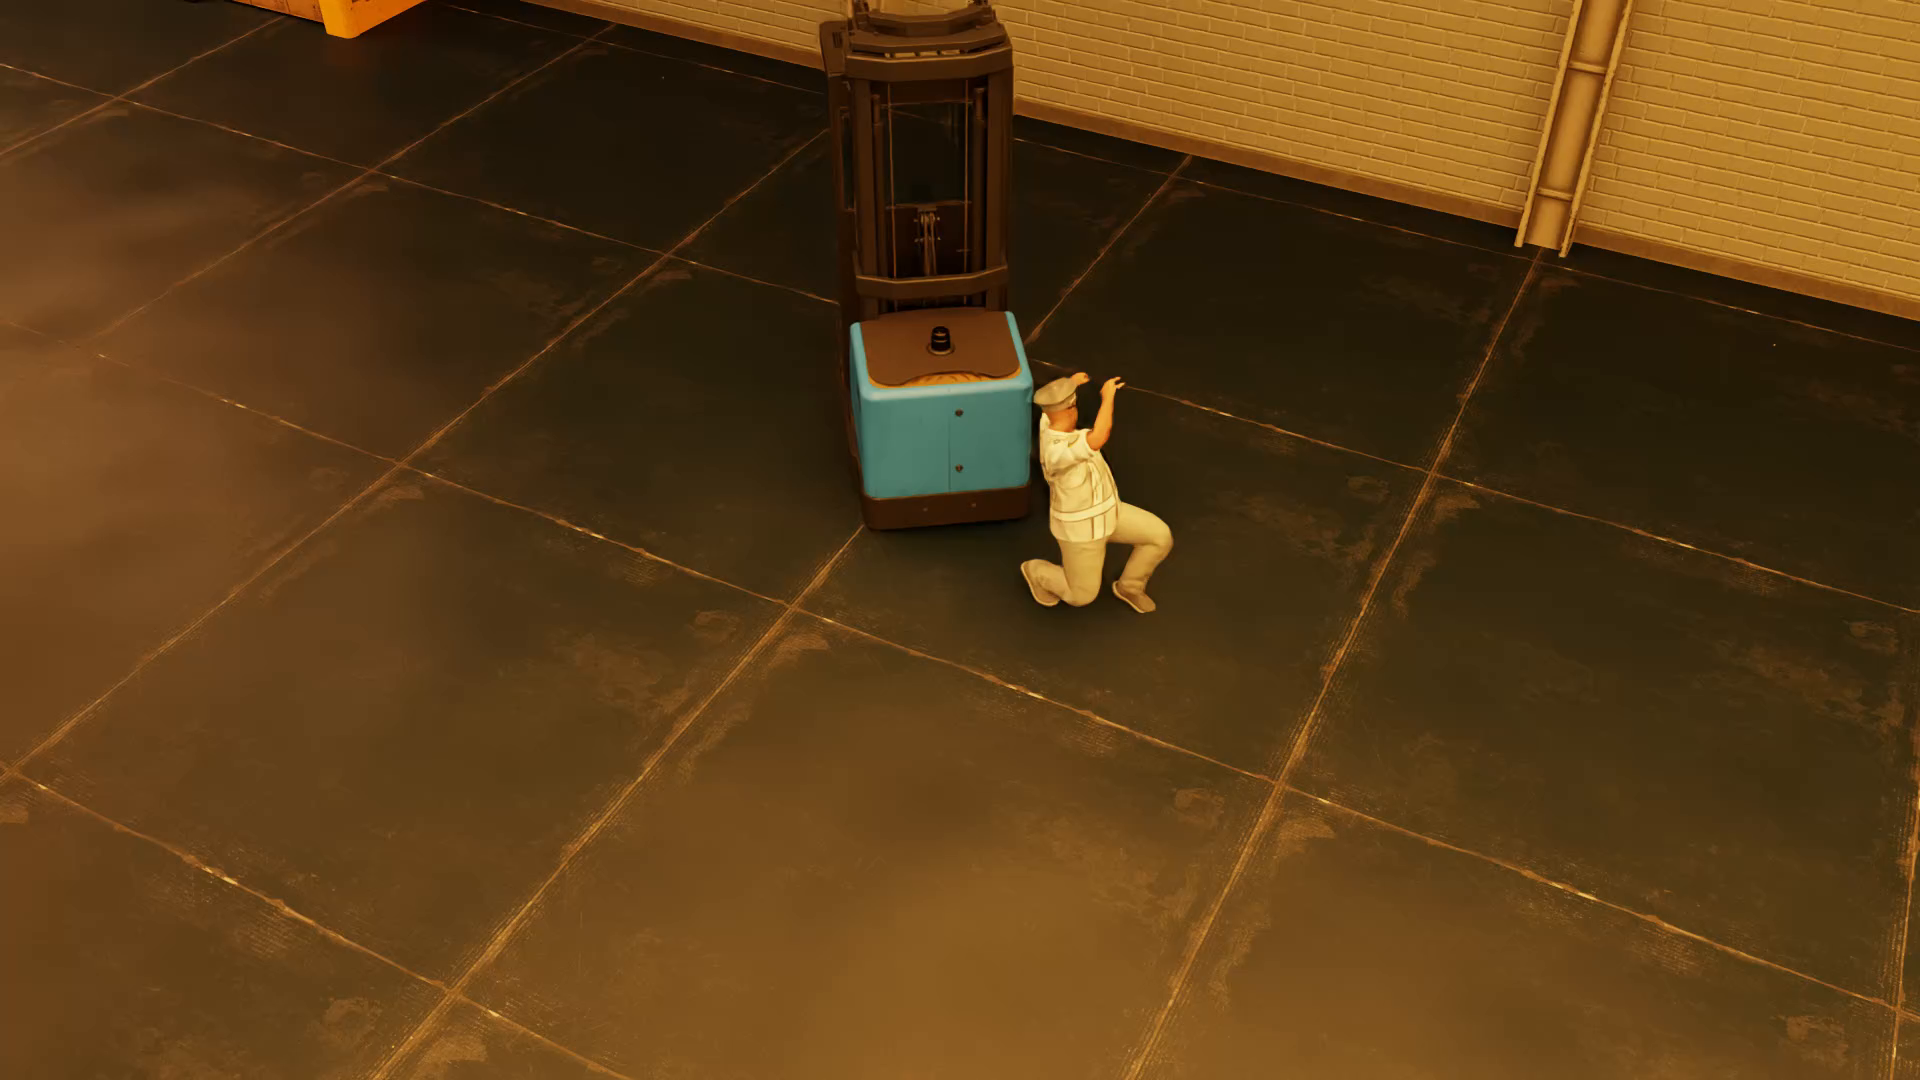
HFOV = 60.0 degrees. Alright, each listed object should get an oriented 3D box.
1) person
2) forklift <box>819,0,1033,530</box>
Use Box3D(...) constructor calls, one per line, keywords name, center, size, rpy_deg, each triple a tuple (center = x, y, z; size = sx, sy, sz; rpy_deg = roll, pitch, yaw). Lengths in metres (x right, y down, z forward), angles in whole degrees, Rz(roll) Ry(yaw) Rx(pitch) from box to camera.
Box3D(name="person", center=(0.863, -0.336, 9.535), size=(0.880, 1.535, 1.078), rpy_deg=(15, 42, 17))
Box3D(name="forklift", center=(-0.264, -2.131, 10.516), size=(1.130, 2.935, 3.031), rpy_deg=(-5, 40, -6))
